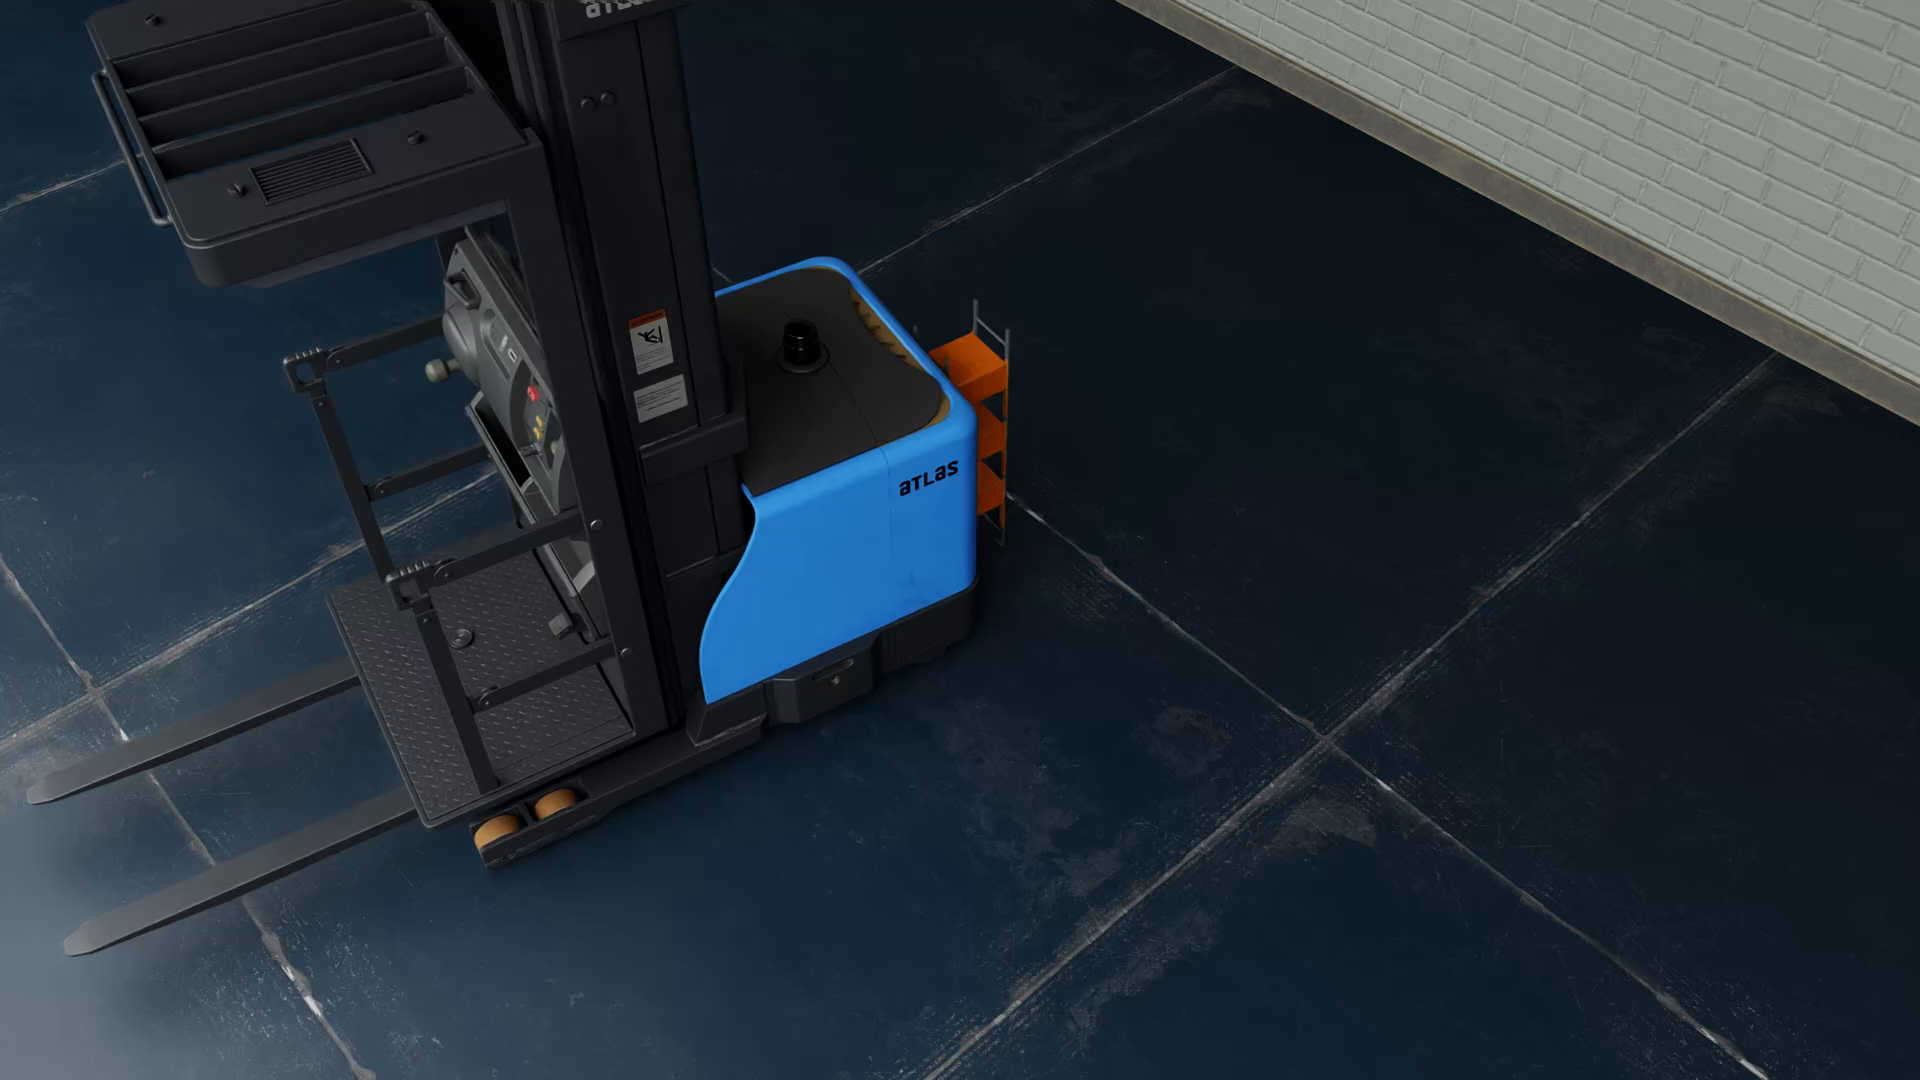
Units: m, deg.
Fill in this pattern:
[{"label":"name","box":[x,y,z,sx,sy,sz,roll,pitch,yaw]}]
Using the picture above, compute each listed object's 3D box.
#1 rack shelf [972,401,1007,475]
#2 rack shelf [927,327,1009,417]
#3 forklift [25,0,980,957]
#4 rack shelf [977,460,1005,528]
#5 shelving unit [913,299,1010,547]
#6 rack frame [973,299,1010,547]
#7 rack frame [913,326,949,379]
[{"label":"rack shelf","box":[0.005,-0.332,5.856,0.240,0.259,0.215,-27,53,-23]},{"label":"rack shelf","box":[0.005,-0.525,5.648,0.240,0.259,0.215,-27,53,-23]},{"label":"forklift","box":[-1.461,-0.408,4.632,3.031,2.935,1.130,-23,52,-20]},{"label":"rack shelf","box":[0.005,-0.144,6.061,0.240,0.259,0.215,-27,53,-23]},{"label":"shelving unit","box":[0.005,-0.339,5.849,0.252,1.050,0.215,-27,53,-23]},{"label":"rack frame","box":[0.105,-0.391,5.896,0.008,1.050,0.200,-27,53,-23]},{"label":"rack frame","box":[-0.095,-0.288,5.801,0.008,1.050,0.200,-27,53,-23]}]
